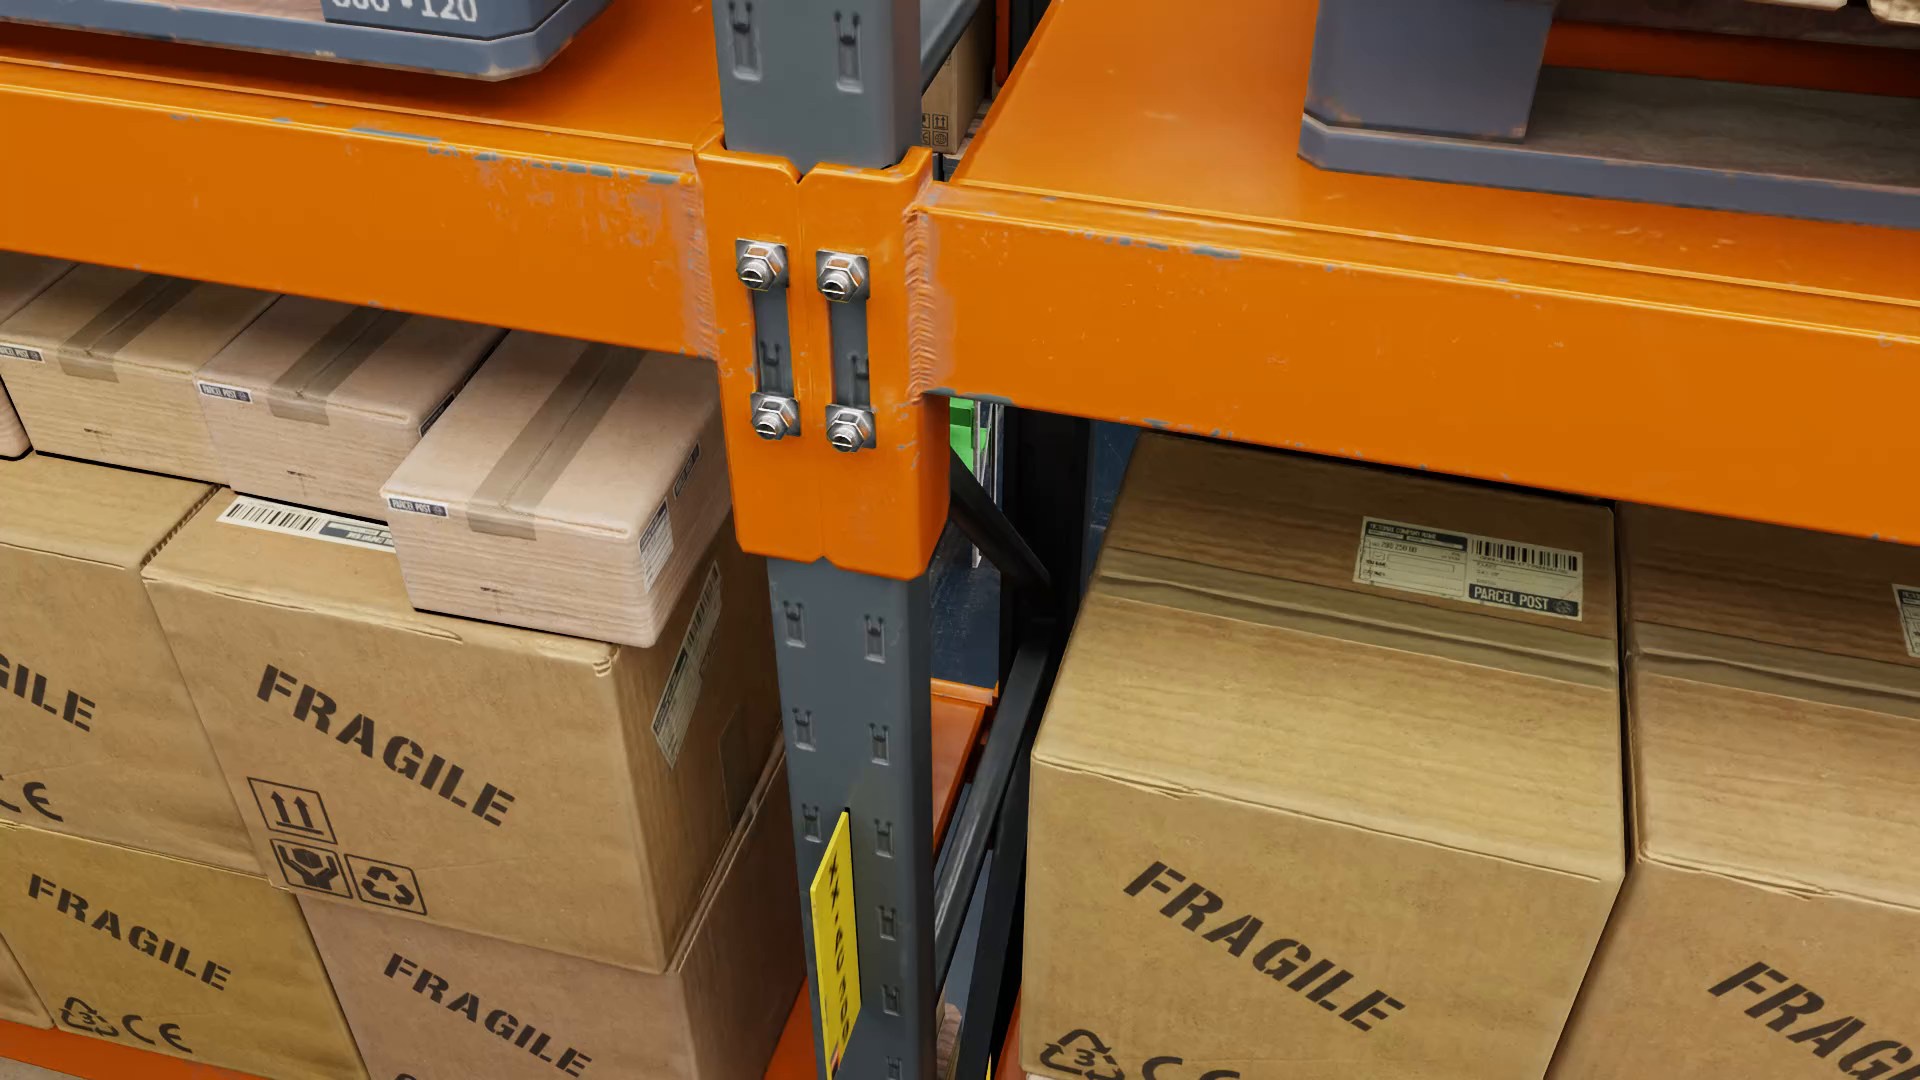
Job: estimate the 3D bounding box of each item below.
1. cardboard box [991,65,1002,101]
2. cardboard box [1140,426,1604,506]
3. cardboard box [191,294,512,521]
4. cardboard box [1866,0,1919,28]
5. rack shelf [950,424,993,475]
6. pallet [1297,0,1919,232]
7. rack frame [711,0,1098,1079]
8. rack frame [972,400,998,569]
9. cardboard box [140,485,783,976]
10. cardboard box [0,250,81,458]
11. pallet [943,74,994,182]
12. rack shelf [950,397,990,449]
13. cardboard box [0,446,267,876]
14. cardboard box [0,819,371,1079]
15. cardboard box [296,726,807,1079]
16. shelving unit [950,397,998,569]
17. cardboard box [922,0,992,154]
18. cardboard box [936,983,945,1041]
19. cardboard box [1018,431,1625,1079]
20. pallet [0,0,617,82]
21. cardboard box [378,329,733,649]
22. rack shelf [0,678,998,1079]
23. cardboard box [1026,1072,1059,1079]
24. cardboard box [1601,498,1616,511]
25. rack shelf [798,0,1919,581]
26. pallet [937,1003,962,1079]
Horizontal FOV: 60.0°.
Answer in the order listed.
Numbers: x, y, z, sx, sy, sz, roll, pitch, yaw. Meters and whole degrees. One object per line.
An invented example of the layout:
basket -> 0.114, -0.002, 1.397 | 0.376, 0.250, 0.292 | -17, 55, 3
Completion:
cardboard box -> 0.301, -2.047, 7.245 | 0.250, 0.149, 0.380 | 9, 41, 11
cardboard box -> 0.514, -0.068, 2.143 | 0.500, 0.500, 0.500 | 11, 41, 13
cardboard box -> -0.589, -0.199, 1.795 | 0.250, 0.149, 0.380 | 11, 41, 12
cardboard box -> 0.794, -0.586, 0.879 | 0.500, 0.500, 0.500 | 9, 41, 11
rack shelf -> -0.160, -0.254, 5.092 | 0.480, 0.148, 0.258 | 10, 41, 11
pallet -> 0.916, -0.519, 1.351 | 1.217, 0.209, 0.805 | 8, 41, 10
rack frame -> 0.019, 0.433, 2.402 | 0.053, 2.616, 0.949 | 10, 41, 11
rack frame -> 0.076, -0.446, 4.849 | 0.015, 1.200, 0.240 | 10, 41, 11
cardboard box -> -0.509, 0.107, 1.935 | 0.500, 0.500, 0.500 | 9, 41, 11
cardboard box -> -1.076, -0.278, 1.889 | 0.250, 0.149, 0.380 | 9, 41, 11
pallet -> 0.634, -1.696, 7.106 | 1.213, 0.211, 1.003 | 10, 41, 11
rack shelf -> -0.160, -0.438, 4.938 | 0.480, 0.148, 0.258 | 10, 41, 11
cardboard box -> -0.997, 0.018, 2.041 | 0.500, 0.500, 0.500 | 9, 41, 11
cardboard box -> -0.995, 0.396, 2.368 | 0.500, 0.500, 0.500 | 9, 41, 10
cardboard box -> -0.496, 0.478, 2.270 | 0.500, 0.500, 0.500 | 10, 41, 12
shelving unit -> -0.160, -0.487, 4.897 | 0.503, 1.200, 0.258 | 10, 41, 11
cardboard box -> -0.182, -2.018, 6.938 | 0.500, 0.500, 0.700 | 8, 41, 10
cardboard box -> -0.561, 1.084, 3.292 | 0.875, 0.438, 0.875 | 9, 41, 11
cardboard box -> 0.369, 0.266, 1.746 | 0.500, 0.500, 0.500 | 10, 41, 12
pallet -> -0.770, -0.822, 1.633 | 1.213, 0.211, 1.003 | 10, 41, 11
cardboard box -> 4.248, -0.270, 3.668 | 8.416, 2.449, 5.789 | 9, 41, 11
rack shelf -> -1.914, 0.378, 3.027 | 4.000, 0.370, 1.077 | 10, 41, 11
cardboard box -> 0.370, 0.549, 1.991 | 0.500, 0.250, 0.500 | 9, 41, 10
cardboard box -> 1.016, 0.014, 2.046 | 0.500, 0.500, 0.500 | 11, 41, 12
rack shelf -> 1.950, -0.106, 1.270 | 4.000, 0.370, 1.077 | 10, 41, 11
pallet -> -0.696, 1.328, 3.505 | 1.213, 0.211, 1.003 | 10, 41, 11
